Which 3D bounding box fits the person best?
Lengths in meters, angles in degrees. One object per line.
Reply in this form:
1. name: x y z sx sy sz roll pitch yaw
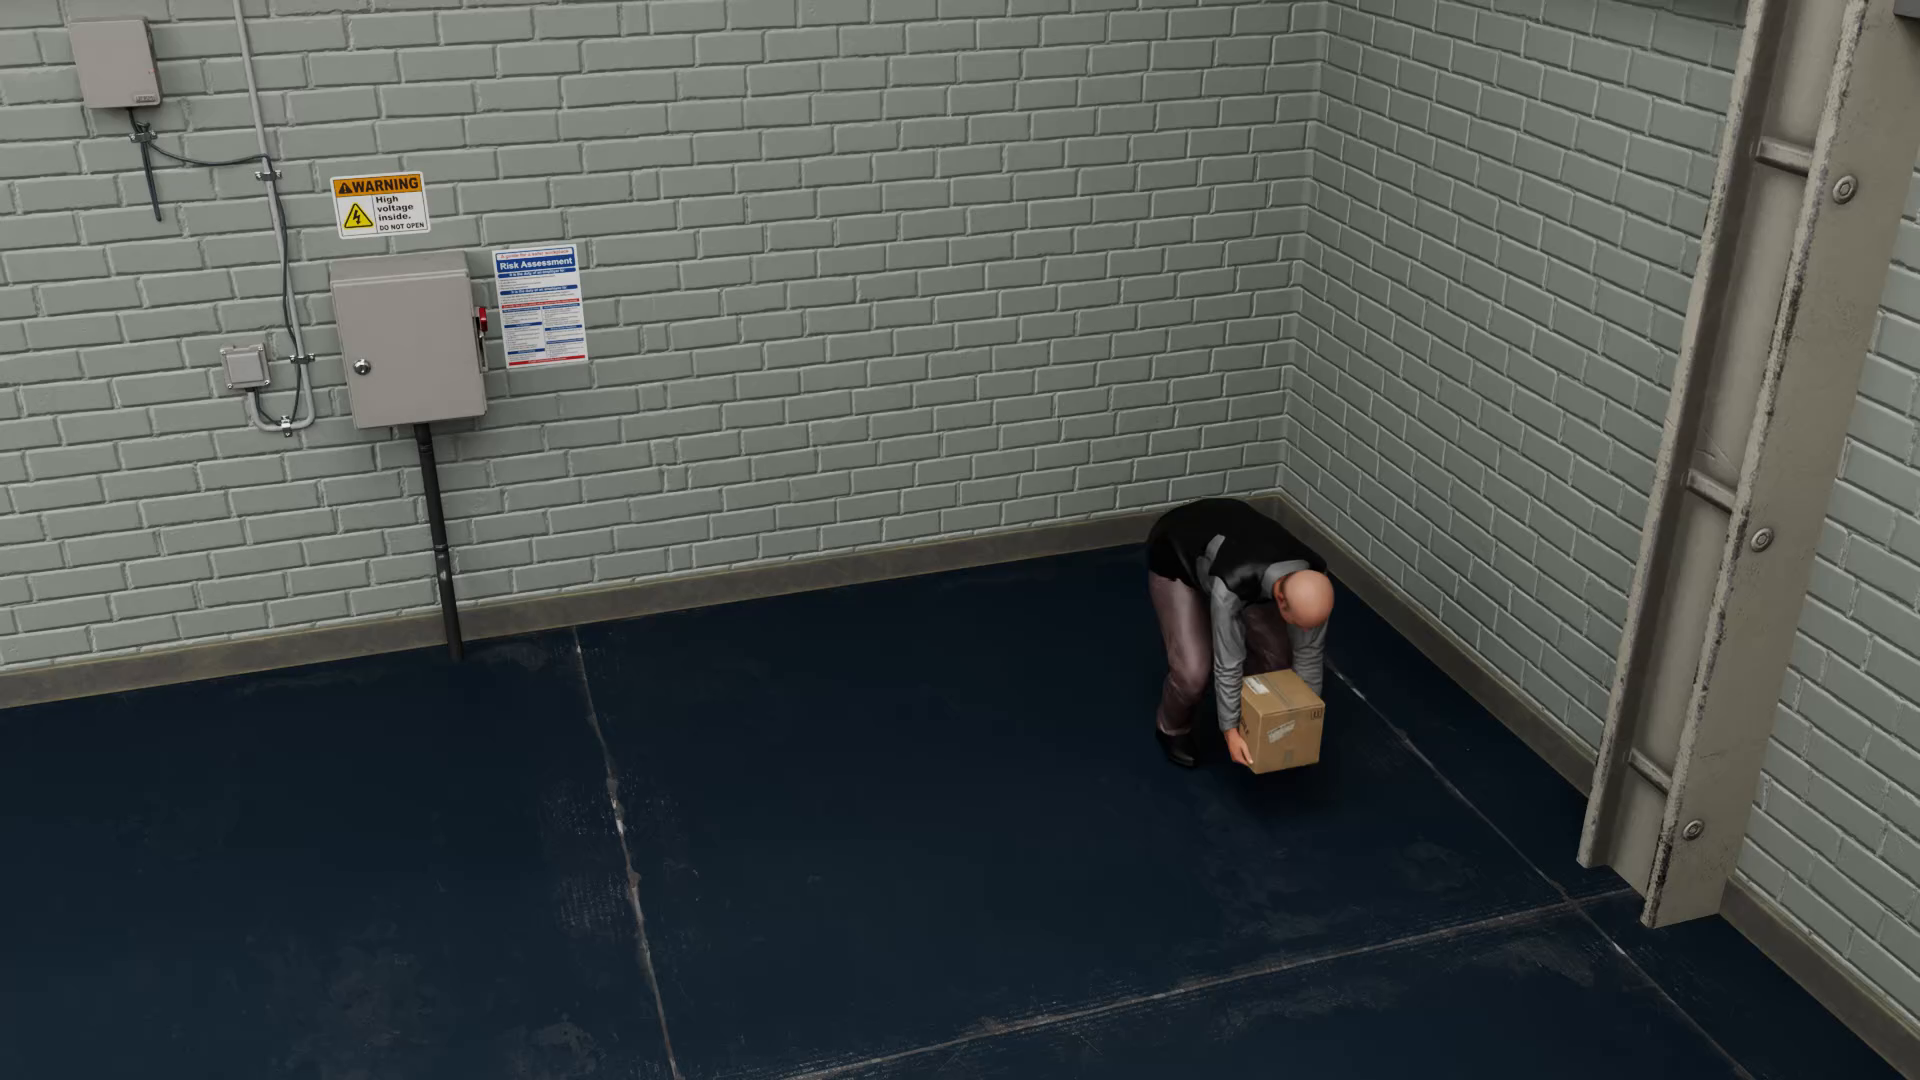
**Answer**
1. person: 1.032 0.397 6.099 0.508 1.048 0.951 -9 28 -19
